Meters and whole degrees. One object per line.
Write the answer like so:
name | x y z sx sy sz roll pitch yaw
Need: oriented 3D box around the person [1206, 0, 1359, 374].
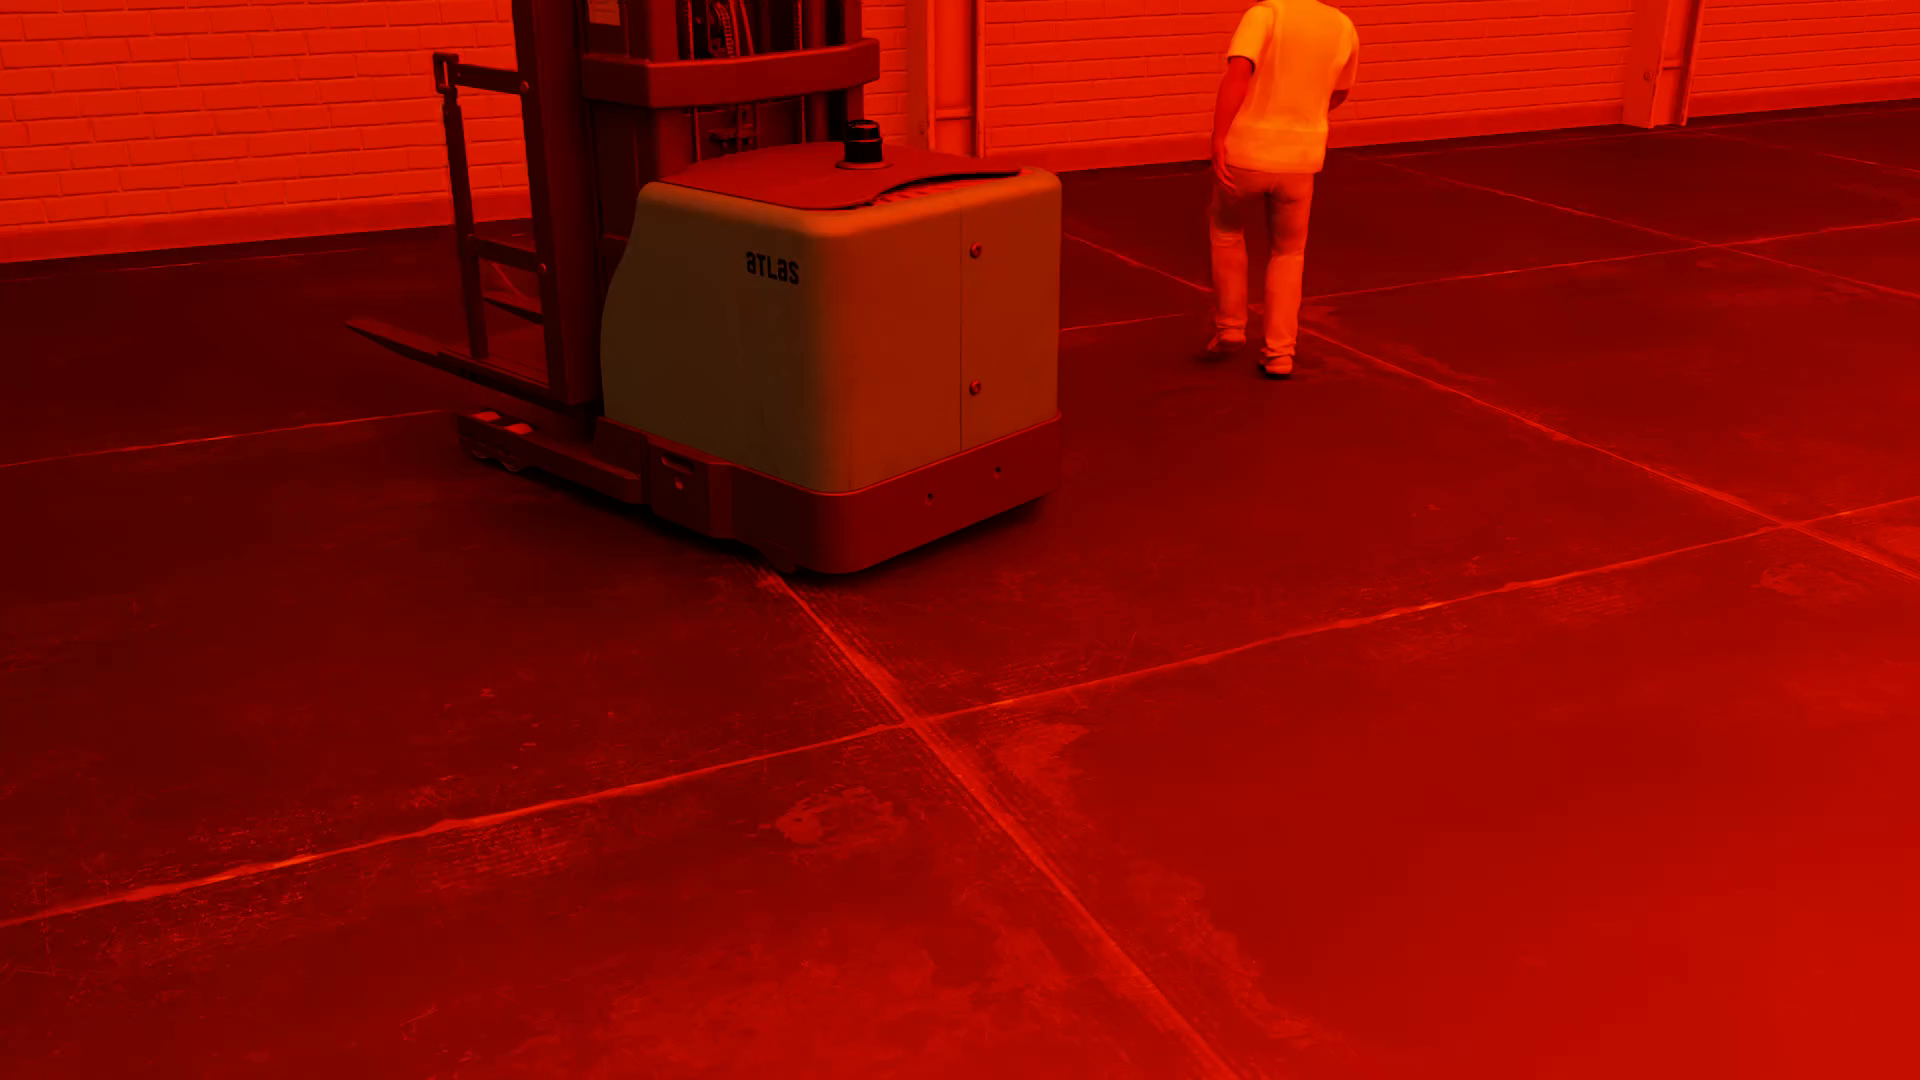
person | 1.233 -1.469 6.505 0.657 1.763 0.818 -2 23 -4

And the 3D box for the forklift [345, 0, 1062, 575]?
forklift | -1.105 -1.715 5.413 3.031 2.935 1.130 19 29 39
